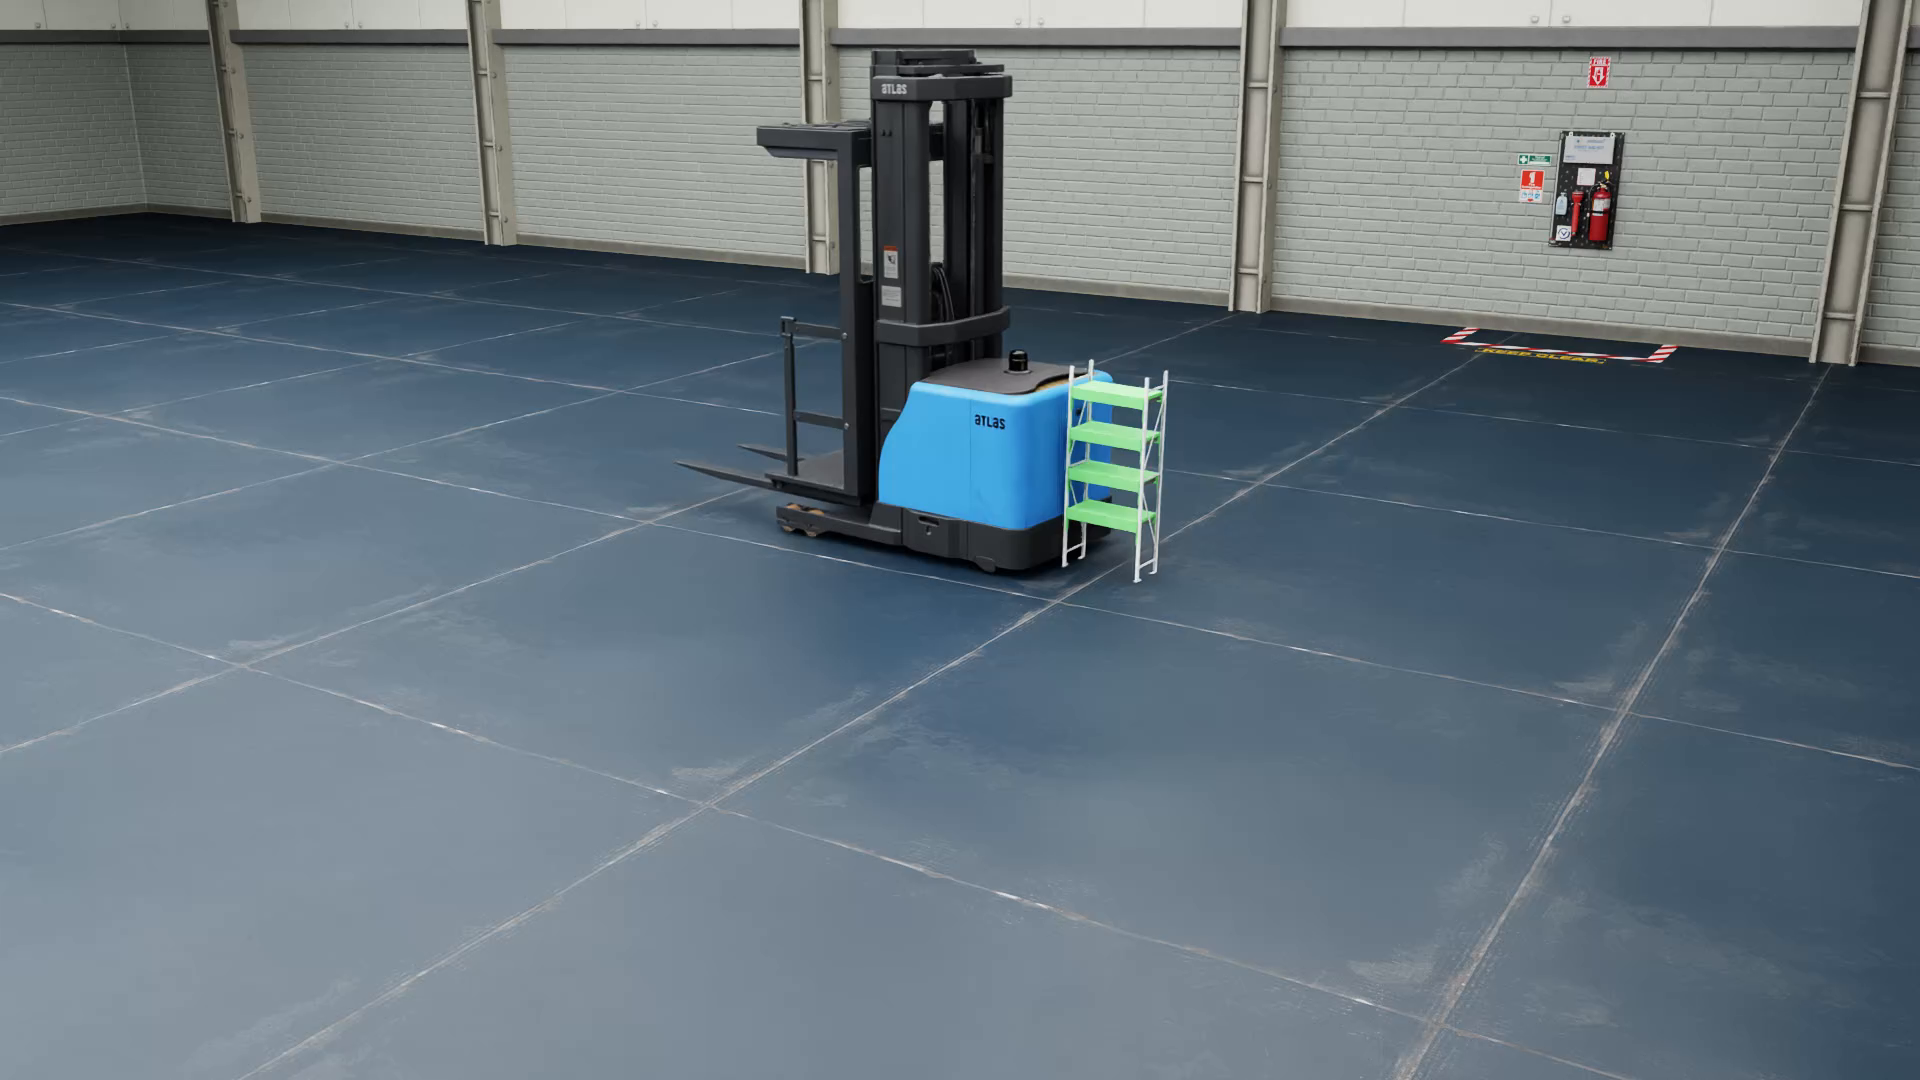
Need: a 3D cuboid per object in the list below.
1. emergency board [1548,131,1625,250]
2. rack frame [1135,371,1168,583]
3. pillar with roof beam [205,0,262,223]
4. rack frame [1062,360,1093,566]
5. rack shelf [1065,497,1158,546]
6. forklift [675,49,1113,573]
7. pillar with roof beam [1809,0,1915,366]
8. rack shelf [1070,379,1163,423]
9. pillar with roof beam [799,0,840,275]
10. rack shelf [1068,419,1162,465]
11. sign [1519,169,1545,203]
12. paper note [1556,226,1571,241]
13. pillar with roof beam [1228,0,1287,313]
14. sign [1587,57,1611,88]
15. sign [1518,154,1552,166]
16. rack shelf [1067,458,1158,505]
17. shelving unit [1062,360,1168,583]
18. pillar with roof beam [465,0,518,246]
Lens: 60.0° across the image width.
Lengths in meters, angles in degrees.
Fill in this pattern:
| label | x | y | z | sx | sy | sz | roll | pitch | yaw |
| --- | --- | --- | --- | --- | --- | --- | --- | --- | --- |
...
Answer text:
| label | x | y | z | sx | sy | sz | roll | pitch | yaw |
| --- | --- | --- | --- | --- | --- | --- | --- | --- | --- |
| emergency board | 6.344 | -3.542 | 16.882 | 0.643 | 1.169 | 0.194 | 10 | 20 | 30 |
| rack frame | 1.091 | -0.356 | 9.487 | 0.015 | 1.200 | 0.240 | 13 | 21 | 33 |
| pillar with roof beam | -14.274 | -8.612 | 23.250 | 0.400 | 9.000 | 9.100 | 10 | 20 | 30 |
| rack frame | 0.690 | -0.447 | 9.750 | 0.015 | 1.200 | 0.240 | 13 | 21 | 33 |
| rack shelf | 0.885 | -0.112 | 9.710 | 0.480 | 0.148 | 0.258 | 13 | 21 | 33 |
| forklift | -0.544 | -1.536 | 10.393 | 3.031 | 2.935 | 1.130 | 12 | 21 | 35 |
| pillar with roof beam | 6.176 | -4.961 | 11.232 | 0.400 | 9.000 | 9.100 | 10 | 20 | 30 |
| rack shelf | 0.898 | -0.798 | 9.493 | 0.480 | 0.148 | 0.258 | 13 | 21 | 33 |
| pillar with roof beam | -4.049 | -6.787 | 17.241 | 0.400 | 9.000 | 9.100 | 10 | 20 | 30 |
| rack shelf | 0.894 | -0.569 | 9.565 | 0.480 | 0.148 | 0.258 | 13 | 21 | 33 |
| sign | 5.926 | -3.669 | 17.238 | 0.234 | 0.329 | 0.001 | 10 | 20 | 30 |
| paper note | 6.229 | -3.165 | 17.155 | 0.142 | 0.148 | 0.016 | 10 | 20 | 30 |
| pillar with roof beam | 1.064 | -5.874 | 14.236 | 0.400 | 9.000 | 9.100 | 10 | 20 | 30 |
| sign | 6.389 | -4.677 | 16.630 | 0.199 | 0.298 | 0.001 | 10 | 20 | 30 |
| sign | 5.926 | -3.920 | 17.151 | 0.331 | 0.109 | 0.001 | 10 | 20 | 30 |
| rack shelf | 0.889 | -0.340 | 9.638 | 0.480 | 0.148 | 0.258 | 13 | 21 | 33 |
| shelving unit | 0.891 | -0.401 | 9.618 | 0.503 | 1.200 | 0.258 | 13 | 21 | 33 |
| pillar with roof beam | -9.162 | -7.699 | 20.245 | 0.400 | 9.000 | 9.100 | 10 | 20 | 30 |
